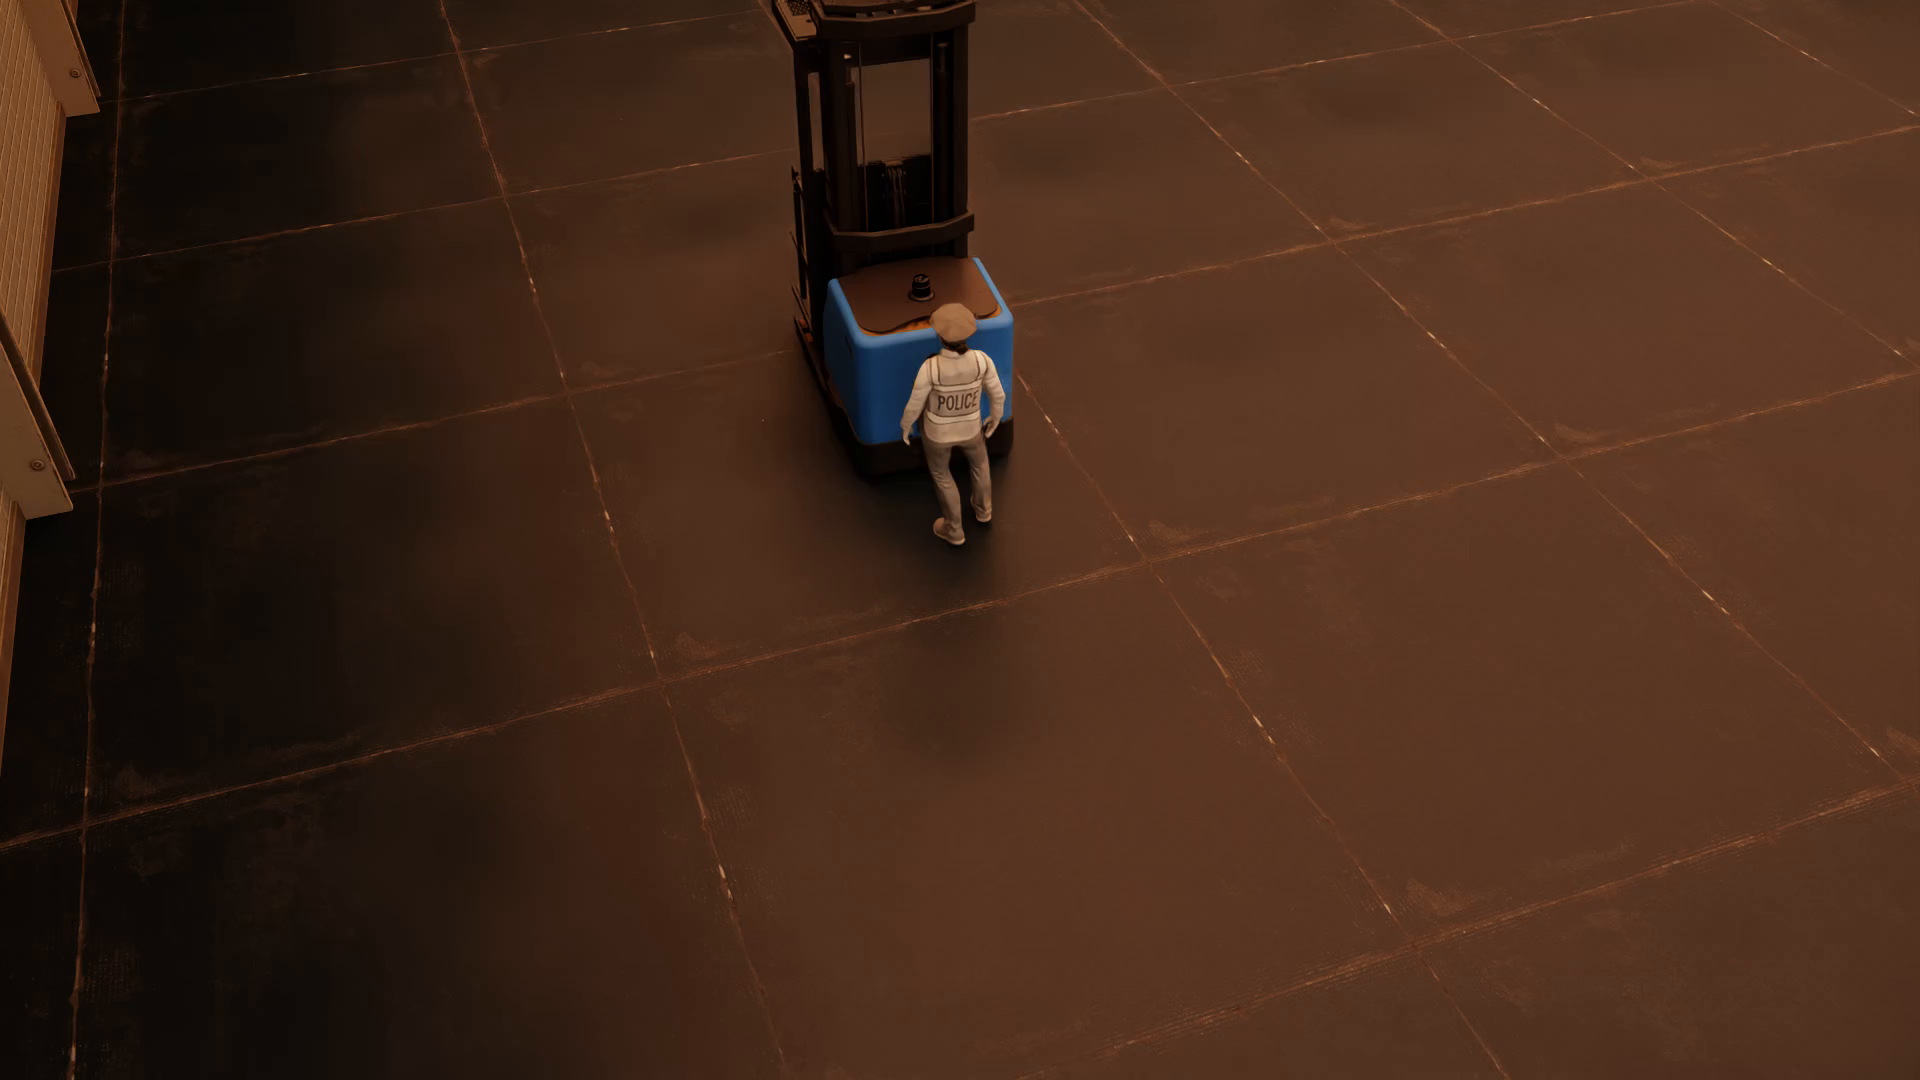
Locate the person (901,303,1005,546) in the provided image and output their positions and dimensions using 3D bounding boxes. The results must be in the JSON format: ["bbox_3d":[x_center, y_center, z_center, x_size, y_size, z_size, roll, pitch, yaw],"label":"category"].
[{"bbox_3d":[-0.057,-0.708,9.839,0.617,1.679,0.538,-10,41,-12],"label":"person"}]

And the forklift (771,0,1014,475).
[{"bbox_3d":[-0.556,-2.494,10.967,1.130,2.935,3.031,-11,41,-12],"label":"forklift"}]
